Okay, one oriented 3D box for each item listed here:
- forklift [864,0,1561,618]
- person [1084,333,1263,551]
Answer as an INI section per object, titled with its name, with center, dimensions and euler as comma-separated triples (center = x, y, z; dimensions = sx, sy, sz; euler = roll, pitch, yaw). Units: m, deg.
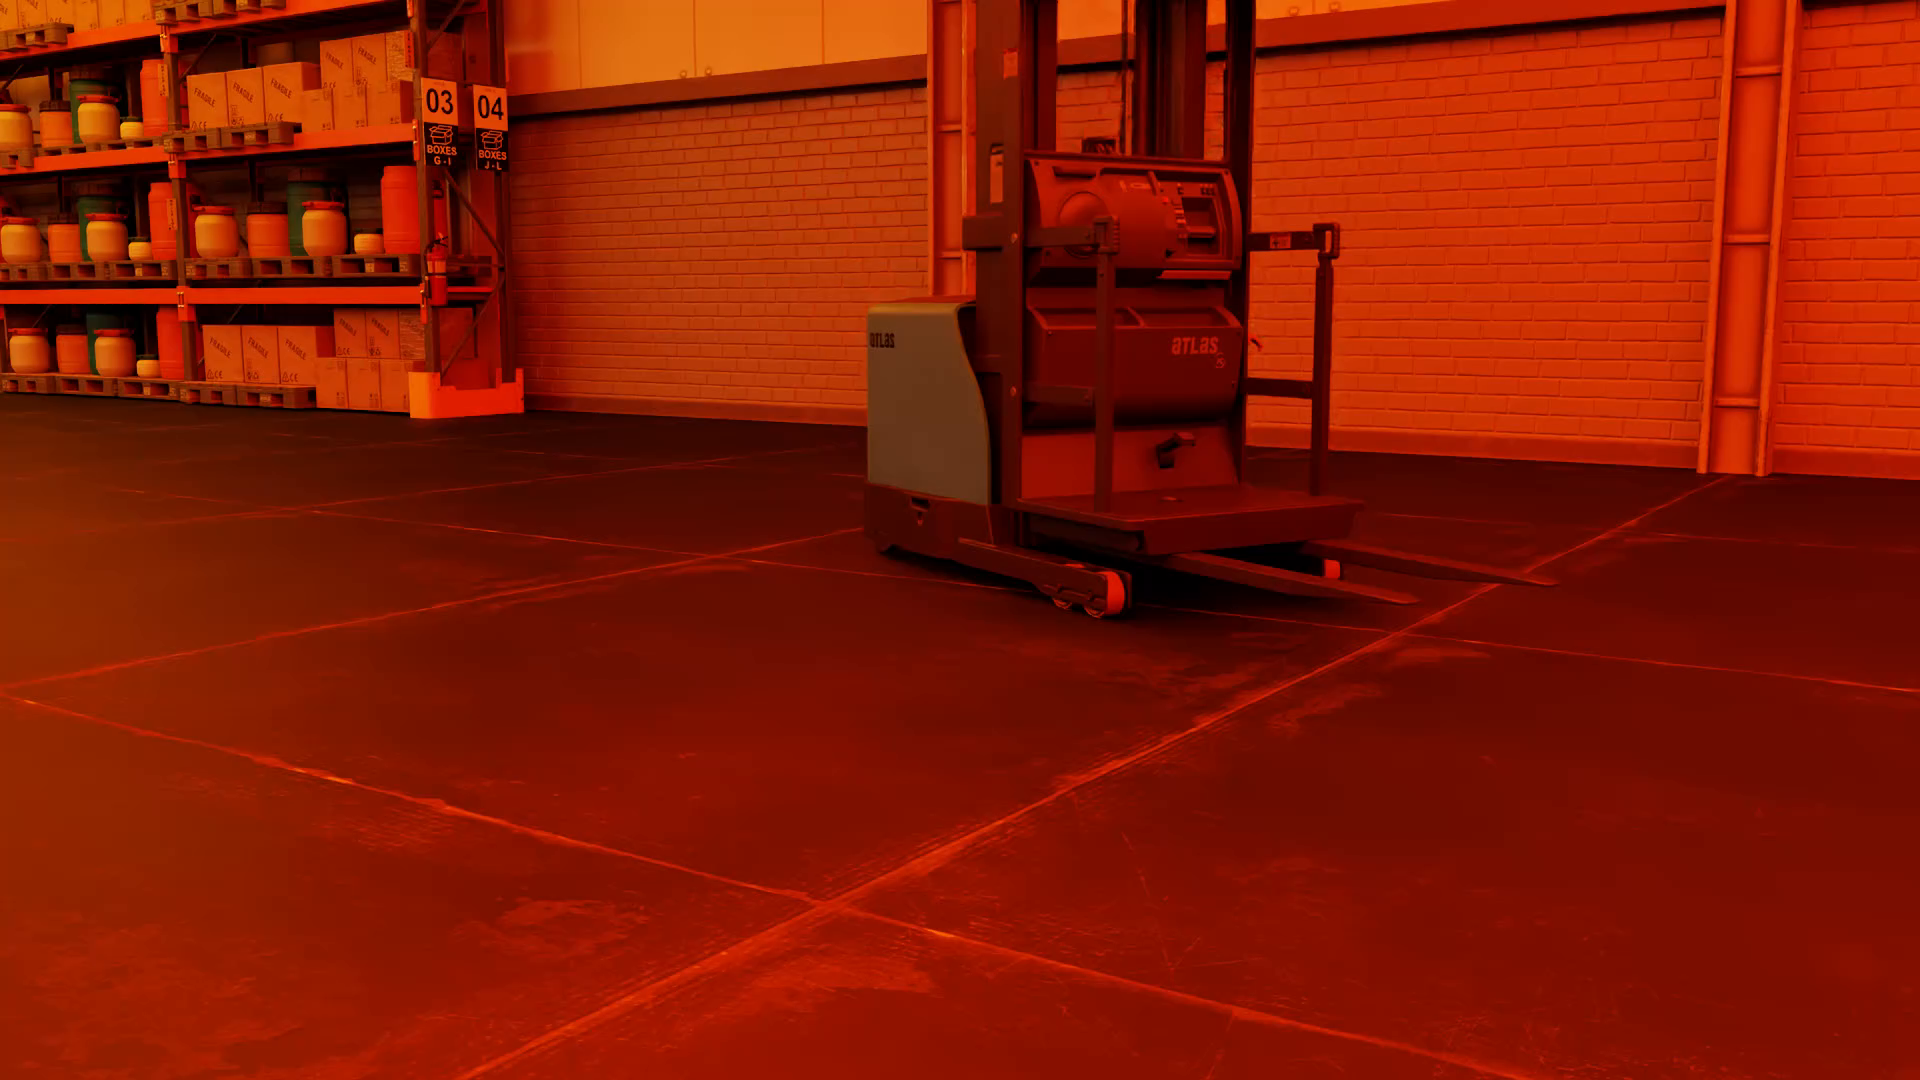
[forklift]
center = 0.777, -1.256, 6.028
dimensions = 1.130, 2.935, 3.031
euler = -5, 9, -31
[person]
center = 0.880, -0.721, 7.428
dimensions = 0.894, 1.481, 0.641
euler = -5, 10, -33
